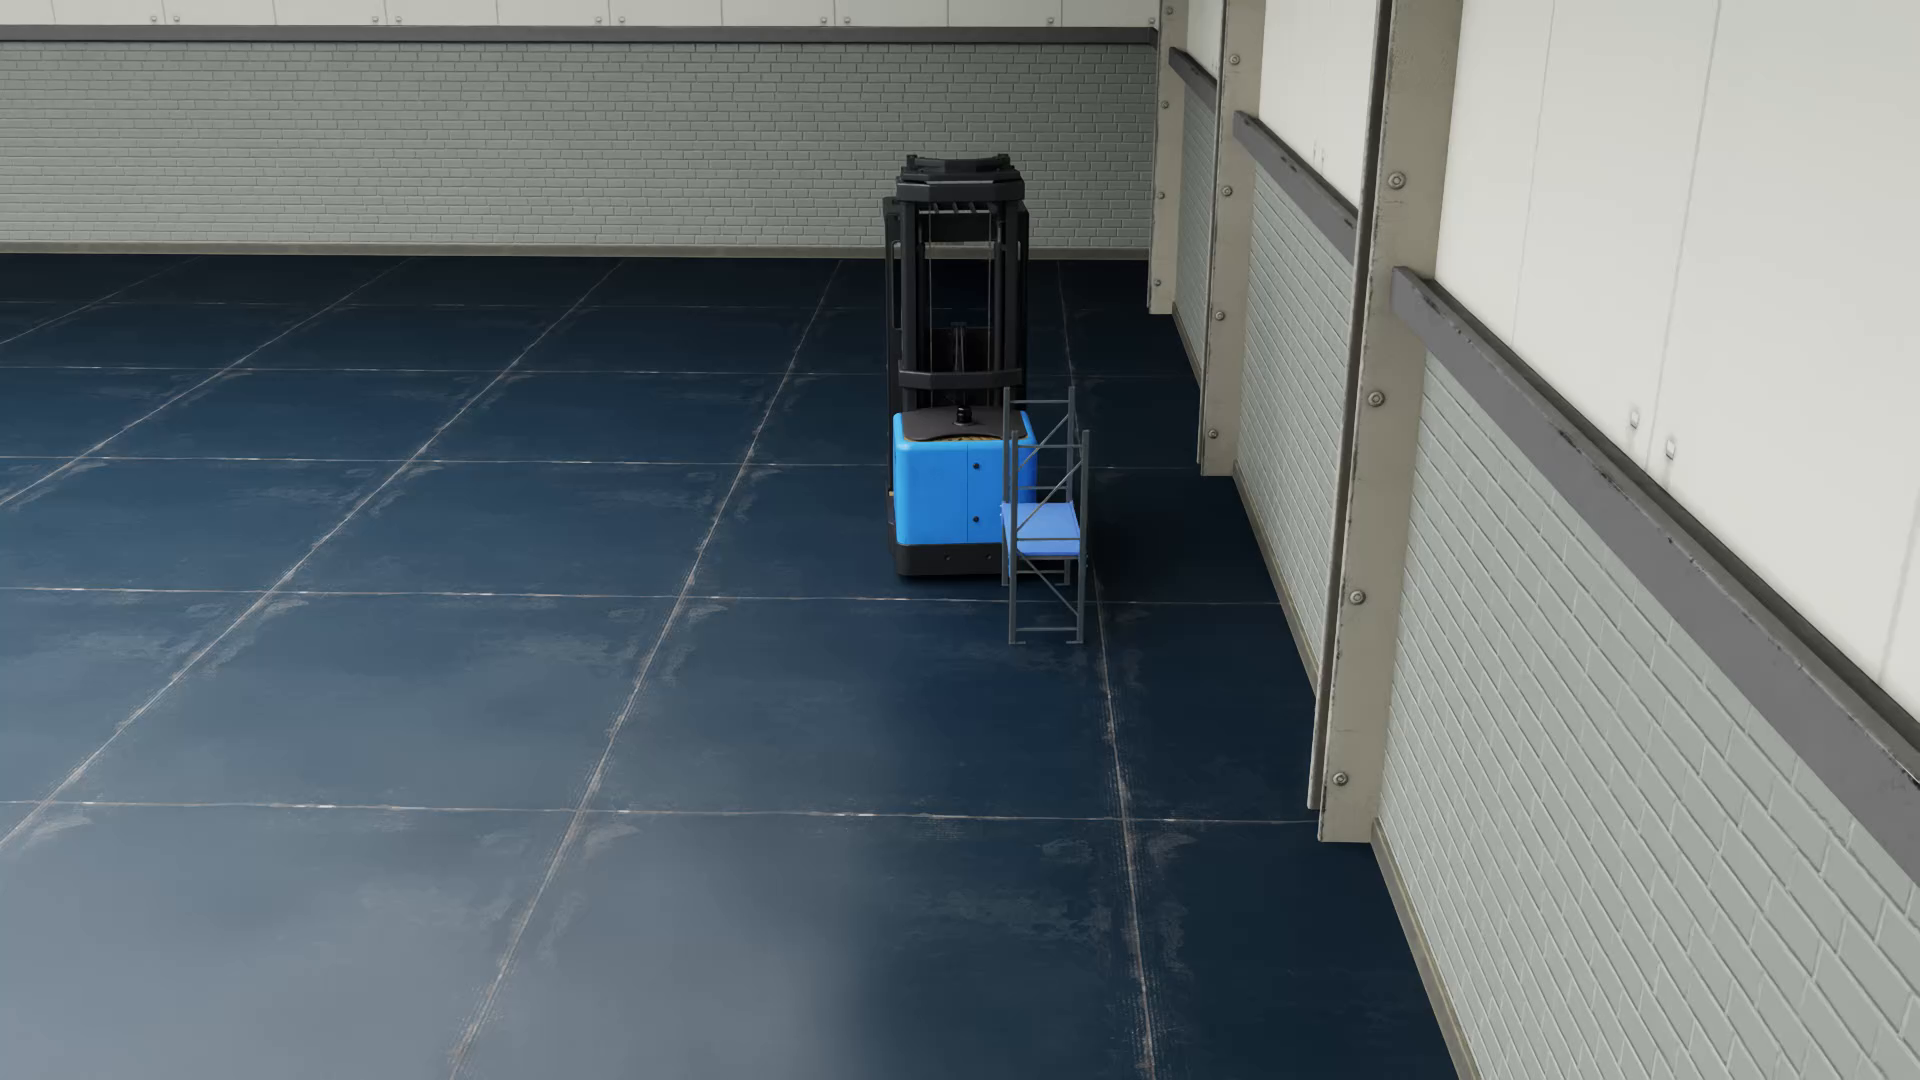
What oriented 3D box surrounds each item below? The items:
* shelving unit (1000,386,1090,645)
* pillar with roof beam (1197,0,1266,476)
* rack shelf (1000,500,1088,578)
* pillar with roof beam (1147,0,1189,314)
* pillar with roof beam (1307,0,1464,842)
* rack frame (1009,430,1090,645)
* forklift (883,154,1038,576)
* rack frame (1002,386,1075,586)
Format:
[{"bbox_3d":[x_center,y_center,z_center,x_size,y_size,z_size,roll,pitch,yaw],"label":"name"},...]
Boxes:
[{"bbox_3d":[0.570,-0.185,11.433,0.538,1.500,1.048,-1,21,-1],"label":"shelving unit"},{"bbox_3d":[-2.042,-4.872,13.146,9.100,9.000,0.400,1,21,2],"label":"pillar with roof beam"},{"bbox_3d":[0.570,-0.018,11.498,0.538,0.185,1.000,-1,21,-1],"label":"rack shelf"},{"bbox_3d":[-1.860,-7.042,18.737,9.100,9.000,0.400,1,21,2],"label":"pillar with roof beam"},{"bbox_3d":[-2.225,-2.703,7.554,9.100,9.000,0.400,1,21,2],"label":"pillar with roof beam"},{"bbox_3d":[0.583,-0.002,10.960,0.500,1.500,0.032,-1,21,-1],"label":"rack frame"},{"bbox_3d":[-0.040,-1.594,13.085,1.130,2.935,3.031,-1,21,-3],"label":"forklift"},{"bbox_3d":[0.556,-0.369,11.907,0.500,1.500,0.032,-1,21,-1],"label":"rack frame"}]
